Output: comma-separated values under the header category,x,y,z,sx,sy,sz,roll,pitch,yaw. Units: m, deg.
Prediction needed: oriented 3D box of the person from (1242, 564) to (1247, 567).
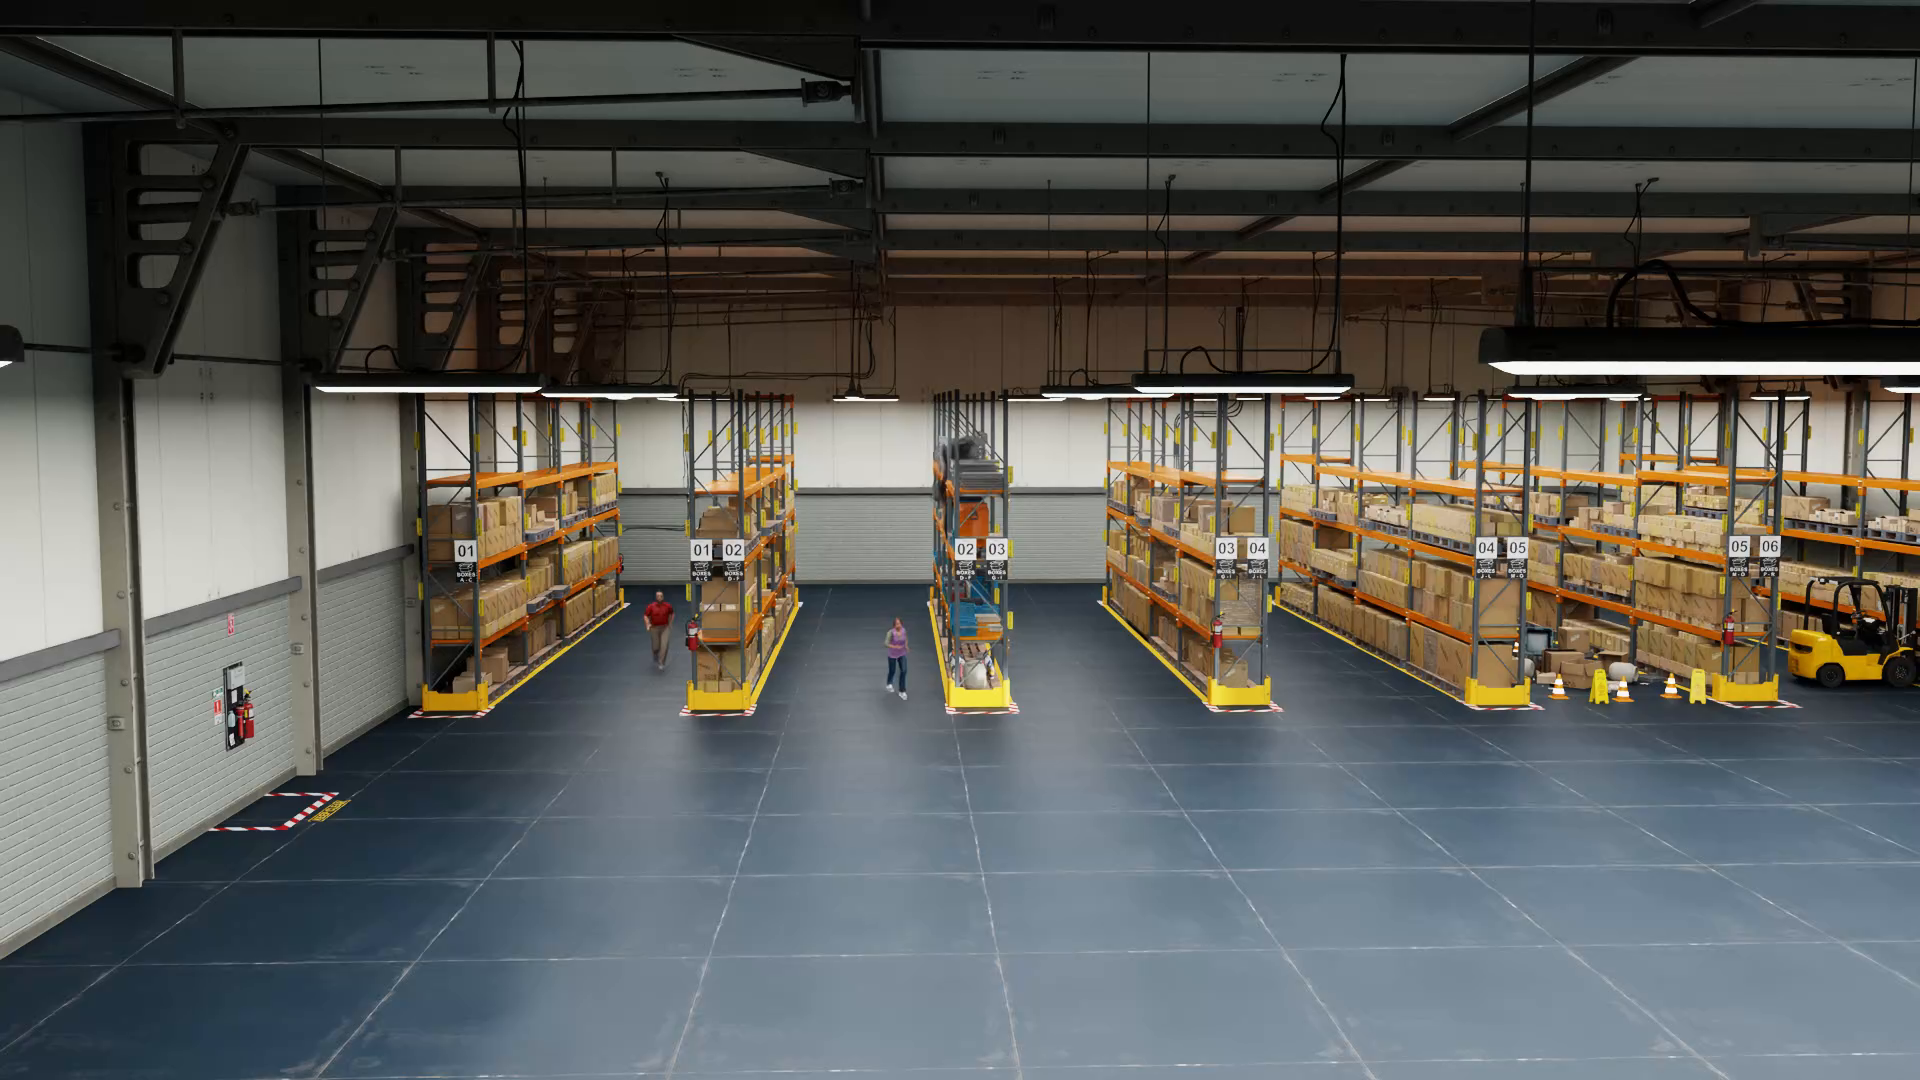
category,x,y,z,sx,sy,sz,roll,pitch,yaw
person,7.901,1.001,47.382,0.741,1.780,0.979,2,5,23

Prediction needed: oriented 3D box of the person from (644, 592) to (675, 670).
category,x,y,z,sx,sy,sz,roll,pitch,yaw
person,-6.520,1.952,36.113,0.672,1.680,0.707,-1,5,-15

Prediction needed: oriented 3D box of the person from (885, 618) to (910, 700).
category,x,y,z,sx,sy,sz,roll,pitch,yaw
person,-1.249,2.297,32.510,0.549,1.550,0.913,-2,5,-21
